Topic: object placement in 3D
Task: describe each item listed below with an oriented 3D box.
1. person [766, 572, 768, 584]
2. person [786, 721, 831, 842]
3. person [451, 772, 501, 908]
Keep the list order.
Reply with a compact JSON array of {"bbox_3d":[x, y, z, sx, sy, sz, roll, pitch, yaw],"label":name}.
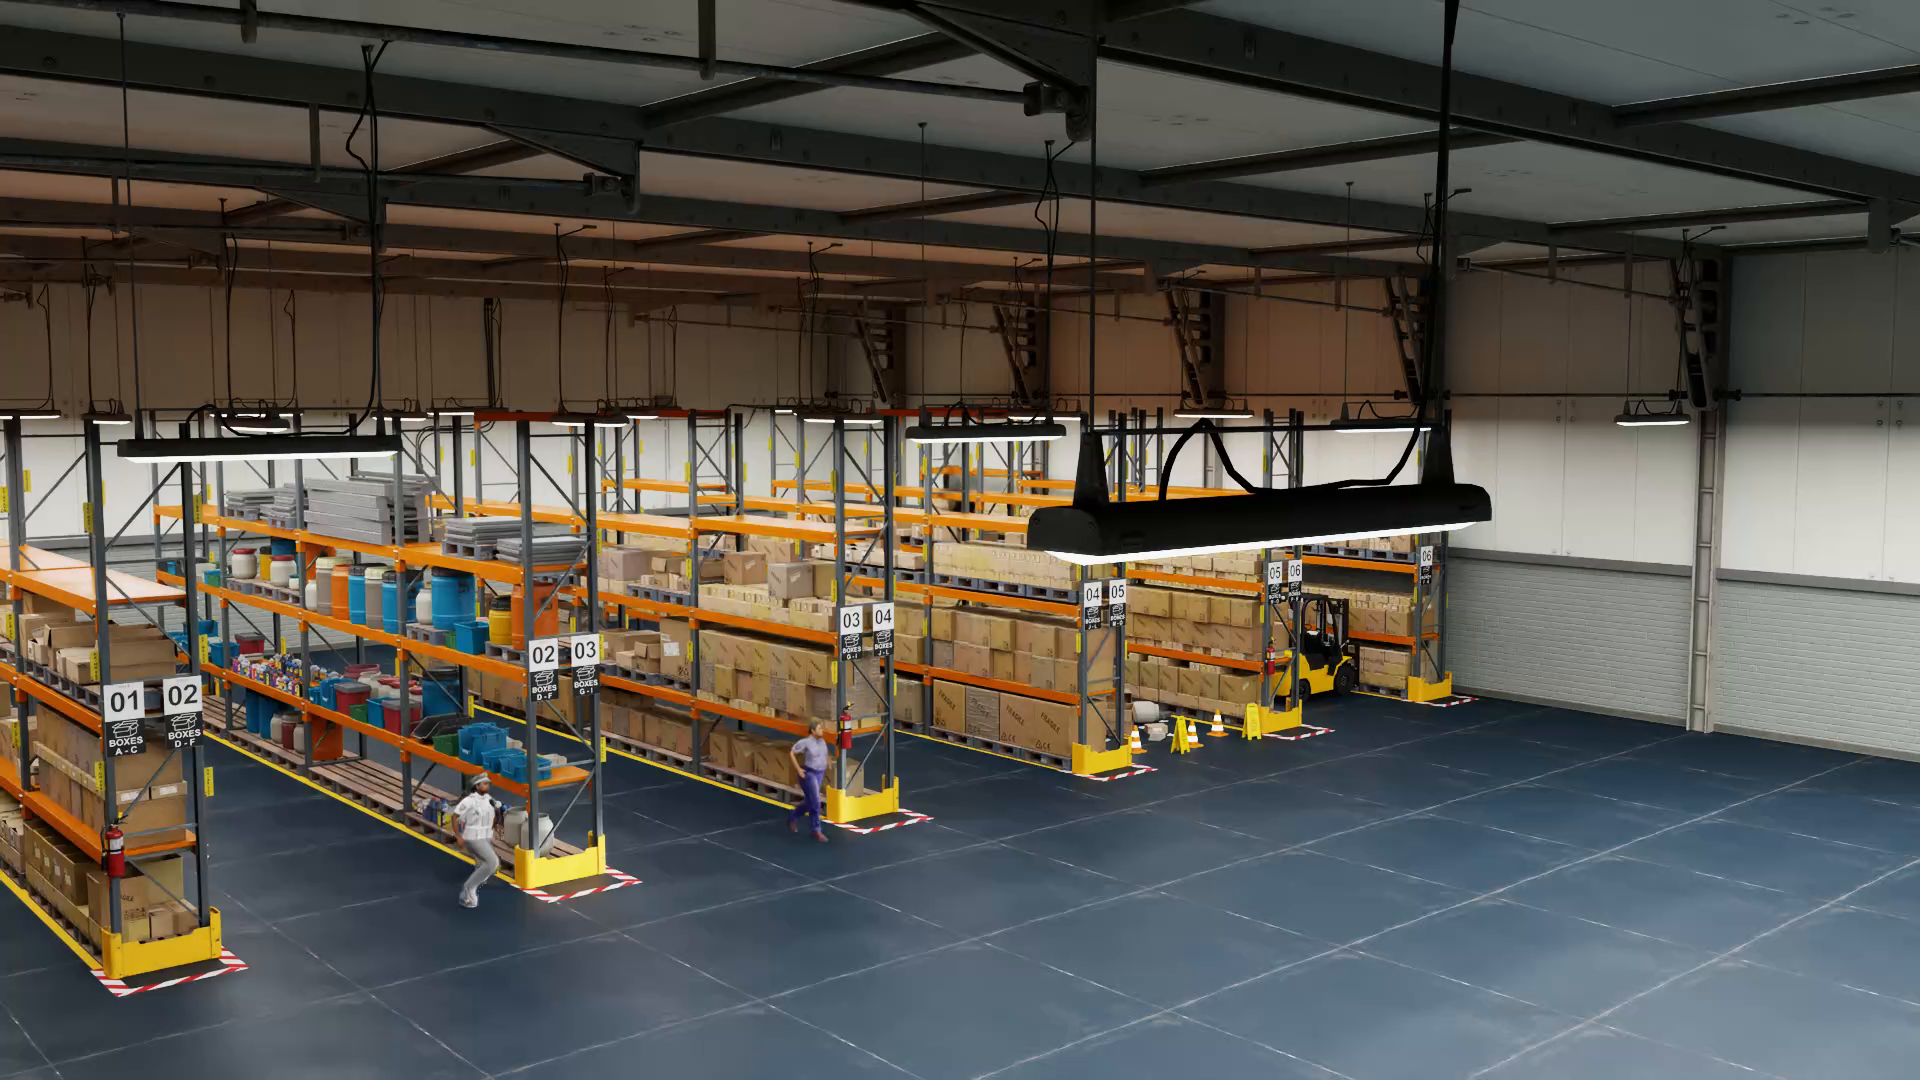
[{"bbox_3d":[-5.082,1.633,44.587,0.659,1.573,0.549,-1,5,-9],"label":"person"},{"bbox_3d":[-2.110,3.433,23.868,0.767,1.665,0.603,3,6,29],"label":"person"},{"bbox_3d":[-5.907,3.700,20.605,0.570,1.628,0.592,2,5,18],"label":"person"}]
